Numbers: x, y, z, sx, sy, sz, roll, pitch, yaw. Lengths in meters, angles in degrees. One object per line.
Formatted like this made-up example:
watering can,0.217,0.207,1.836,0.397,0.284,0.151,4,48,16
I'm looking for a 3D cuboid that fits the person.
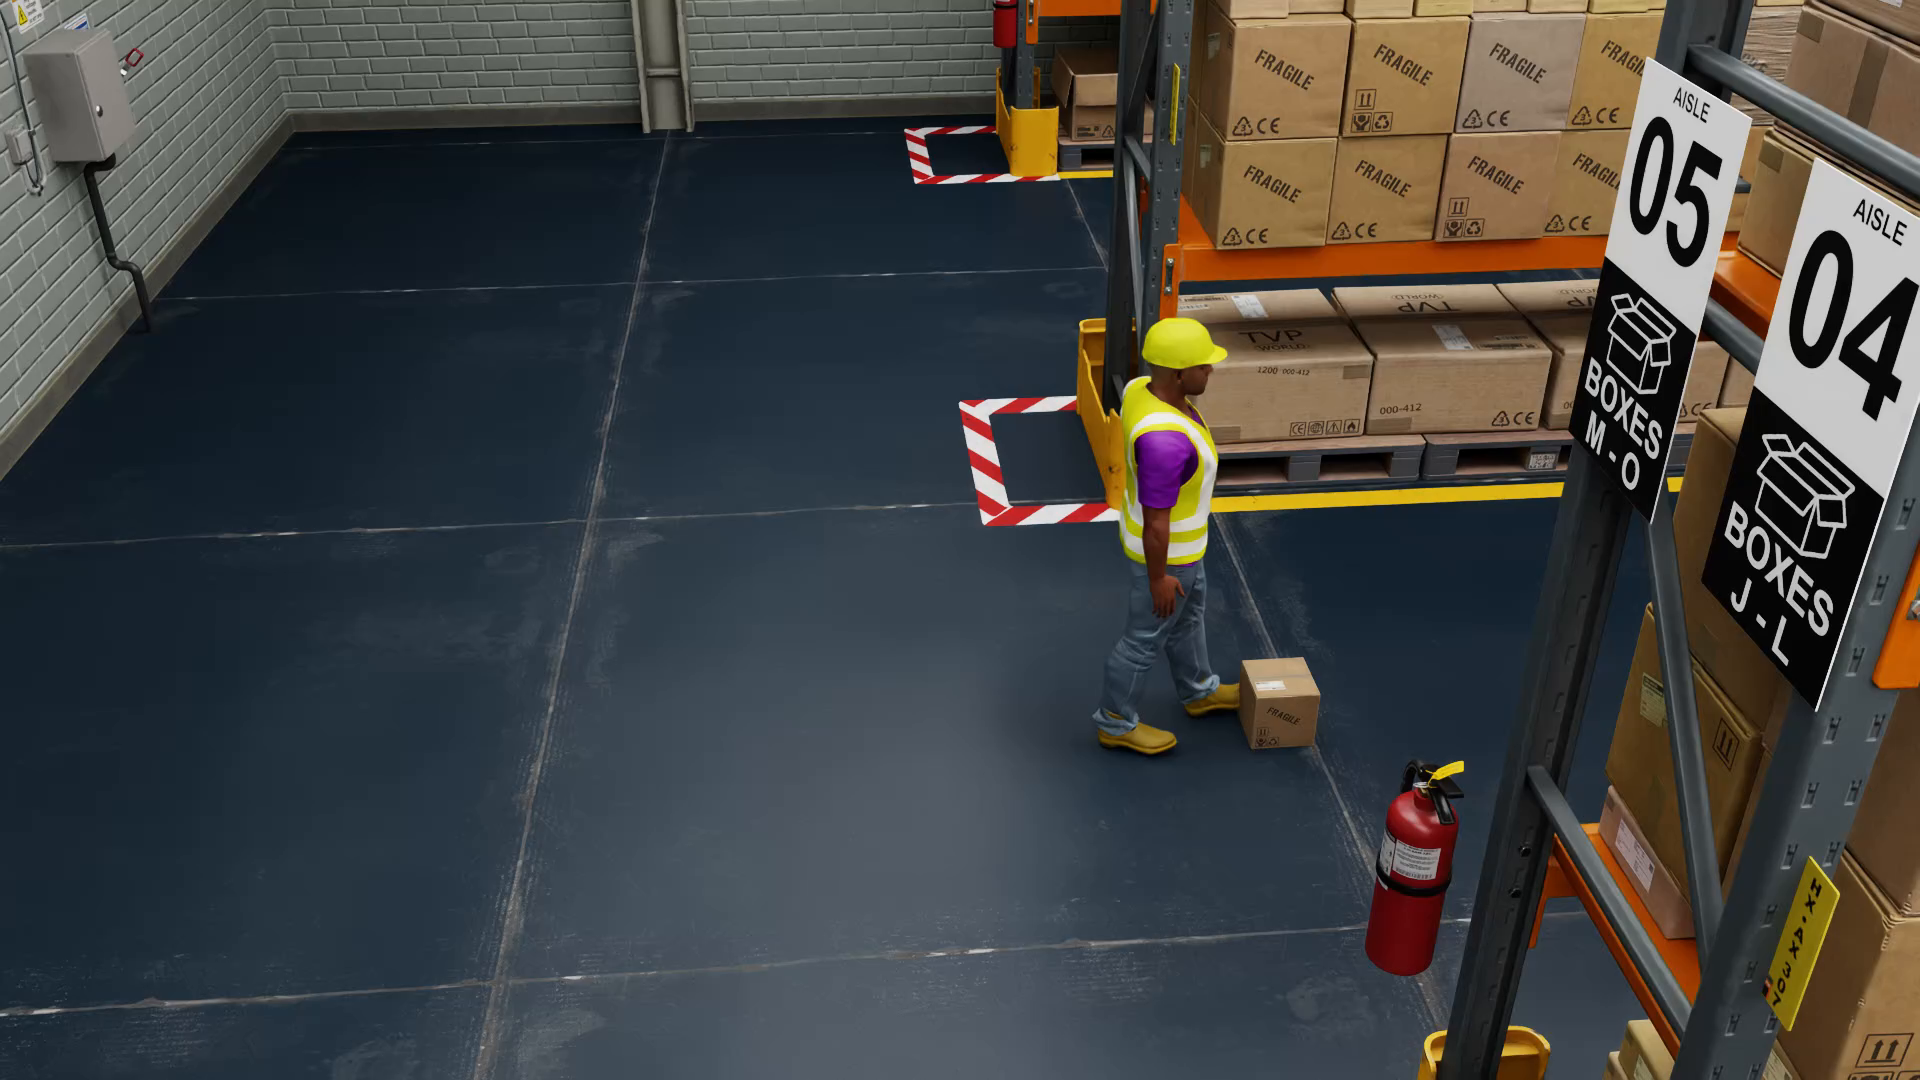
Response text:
person,0.857,-0.004,6.107,0.684,1.758,0.610,0,31,0
